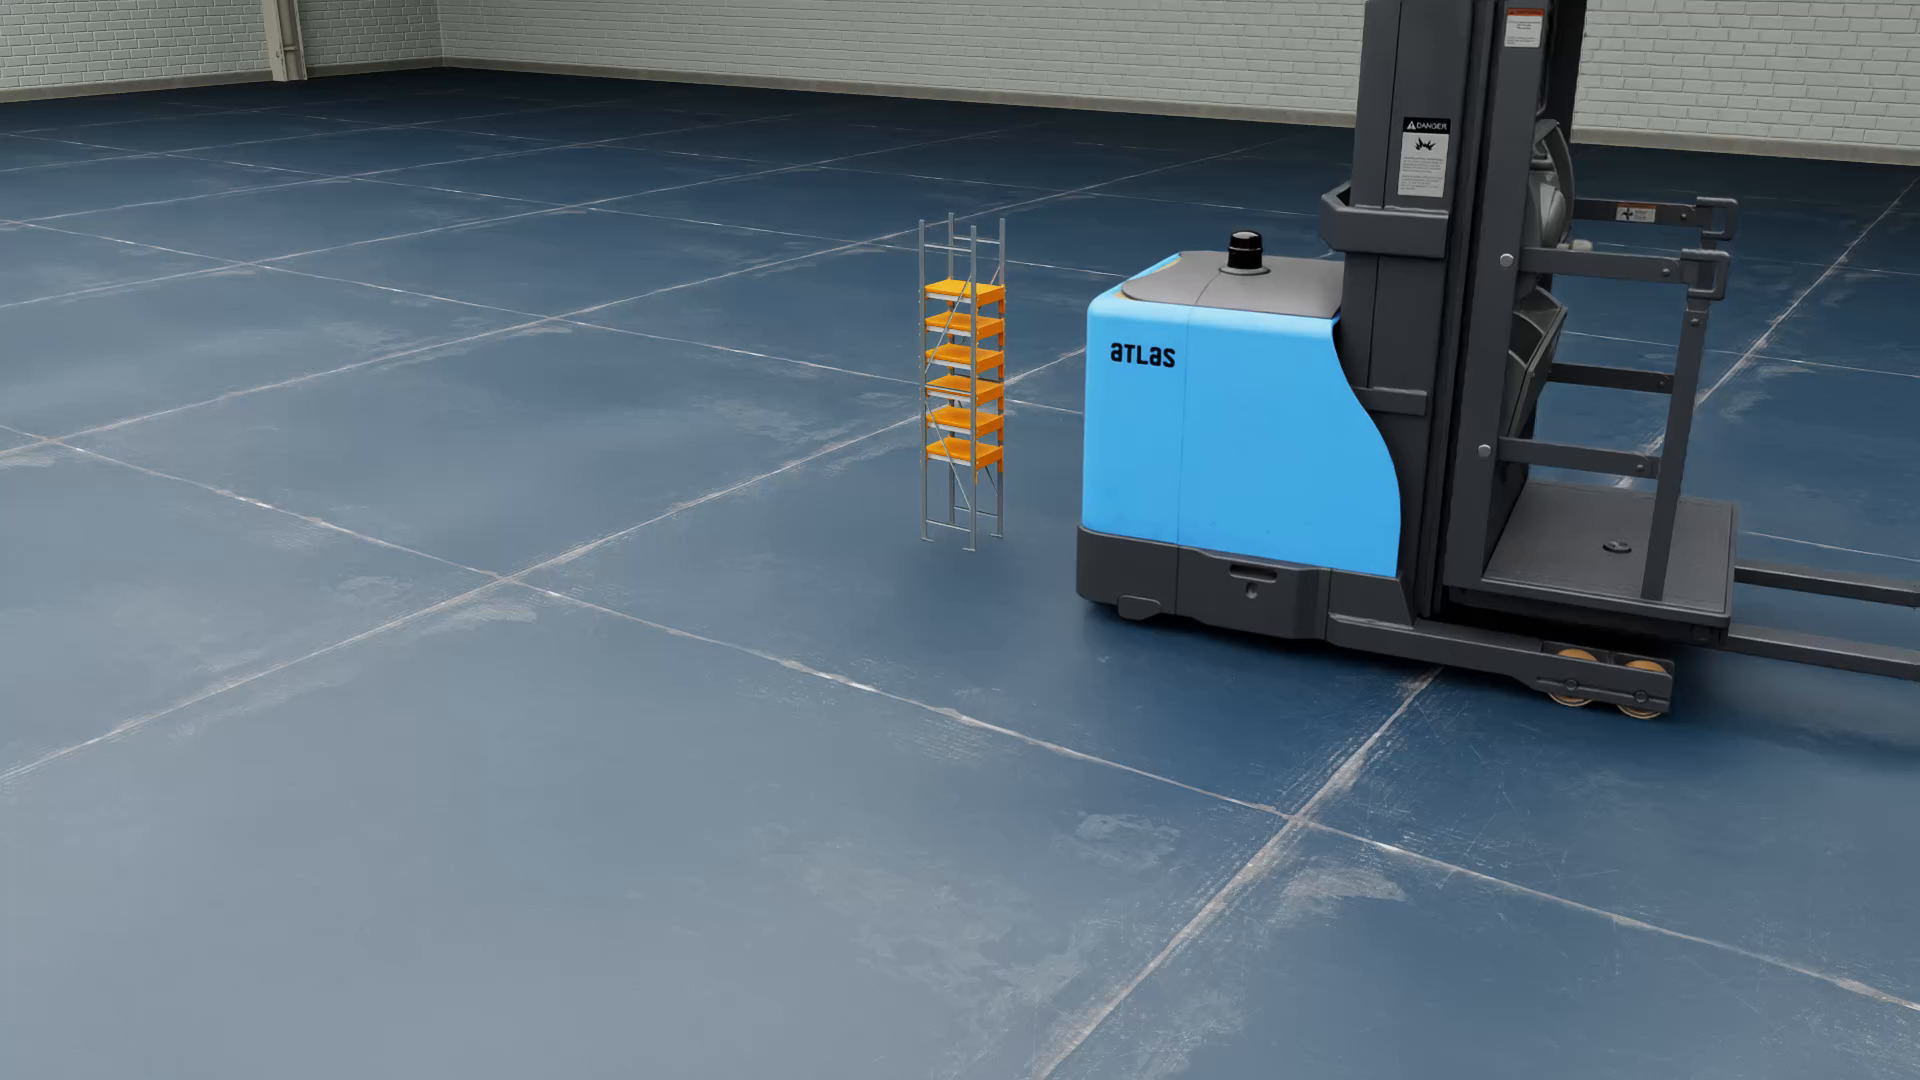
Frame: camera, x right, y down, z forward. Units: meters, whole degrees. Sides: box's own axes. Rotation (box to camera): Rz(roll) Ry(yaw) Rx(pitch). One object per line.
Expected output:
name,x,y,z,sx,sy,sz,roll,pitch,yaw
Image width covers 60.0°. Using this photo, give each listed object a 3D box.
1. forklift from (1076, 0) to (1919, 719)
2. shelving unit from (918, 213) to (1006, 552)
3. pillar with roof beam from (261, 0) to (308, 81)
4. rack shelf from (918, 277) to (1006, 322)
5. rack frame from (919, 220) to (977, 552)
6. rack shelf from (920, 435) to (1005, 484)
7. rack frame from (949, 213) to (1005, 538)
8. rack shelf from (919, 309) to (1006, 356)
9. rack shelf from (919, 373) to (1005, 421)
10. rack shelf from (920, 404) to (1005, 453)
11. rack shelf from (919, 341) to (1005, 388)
forklift,1.950,-1.063,4.913,3.031,2.935,1.130,9,22,23
shelving unit,0.008,-0.567,6.068,0.258,1.200,0.189,13,24,32
pillar with roof beam,-6.455,-10.258,21.027,9.100,9.000,0.400,13,24,32
rack shelf,0.008,-0.863,5.959,0.258,0.103,0.180,13,24,32
rack frame,-0.043,-0.541,5.997,0.240,1.200,0.006,13,24,32
rack shelf,0.008,-0.300,6.167,0.258,0.103,0.180,13,24,32
rack frame,0.060,-0.593,6.139,0.240,1.200,0.006,13,24,32
rack shelf,0.008,-0.750,6.000,0.258,0.103,0.180,13,24,32
rack shelf,0.008,-0.525,6.083,0.258,0.103,0.180,13,24,32
rack shelf,0.008,-0.413,6.125,0.258,0.103,0.180,13,24,32
rack shelf,0.008,-0.638,6.042,0.258,0.103,0.180,13,24,32
